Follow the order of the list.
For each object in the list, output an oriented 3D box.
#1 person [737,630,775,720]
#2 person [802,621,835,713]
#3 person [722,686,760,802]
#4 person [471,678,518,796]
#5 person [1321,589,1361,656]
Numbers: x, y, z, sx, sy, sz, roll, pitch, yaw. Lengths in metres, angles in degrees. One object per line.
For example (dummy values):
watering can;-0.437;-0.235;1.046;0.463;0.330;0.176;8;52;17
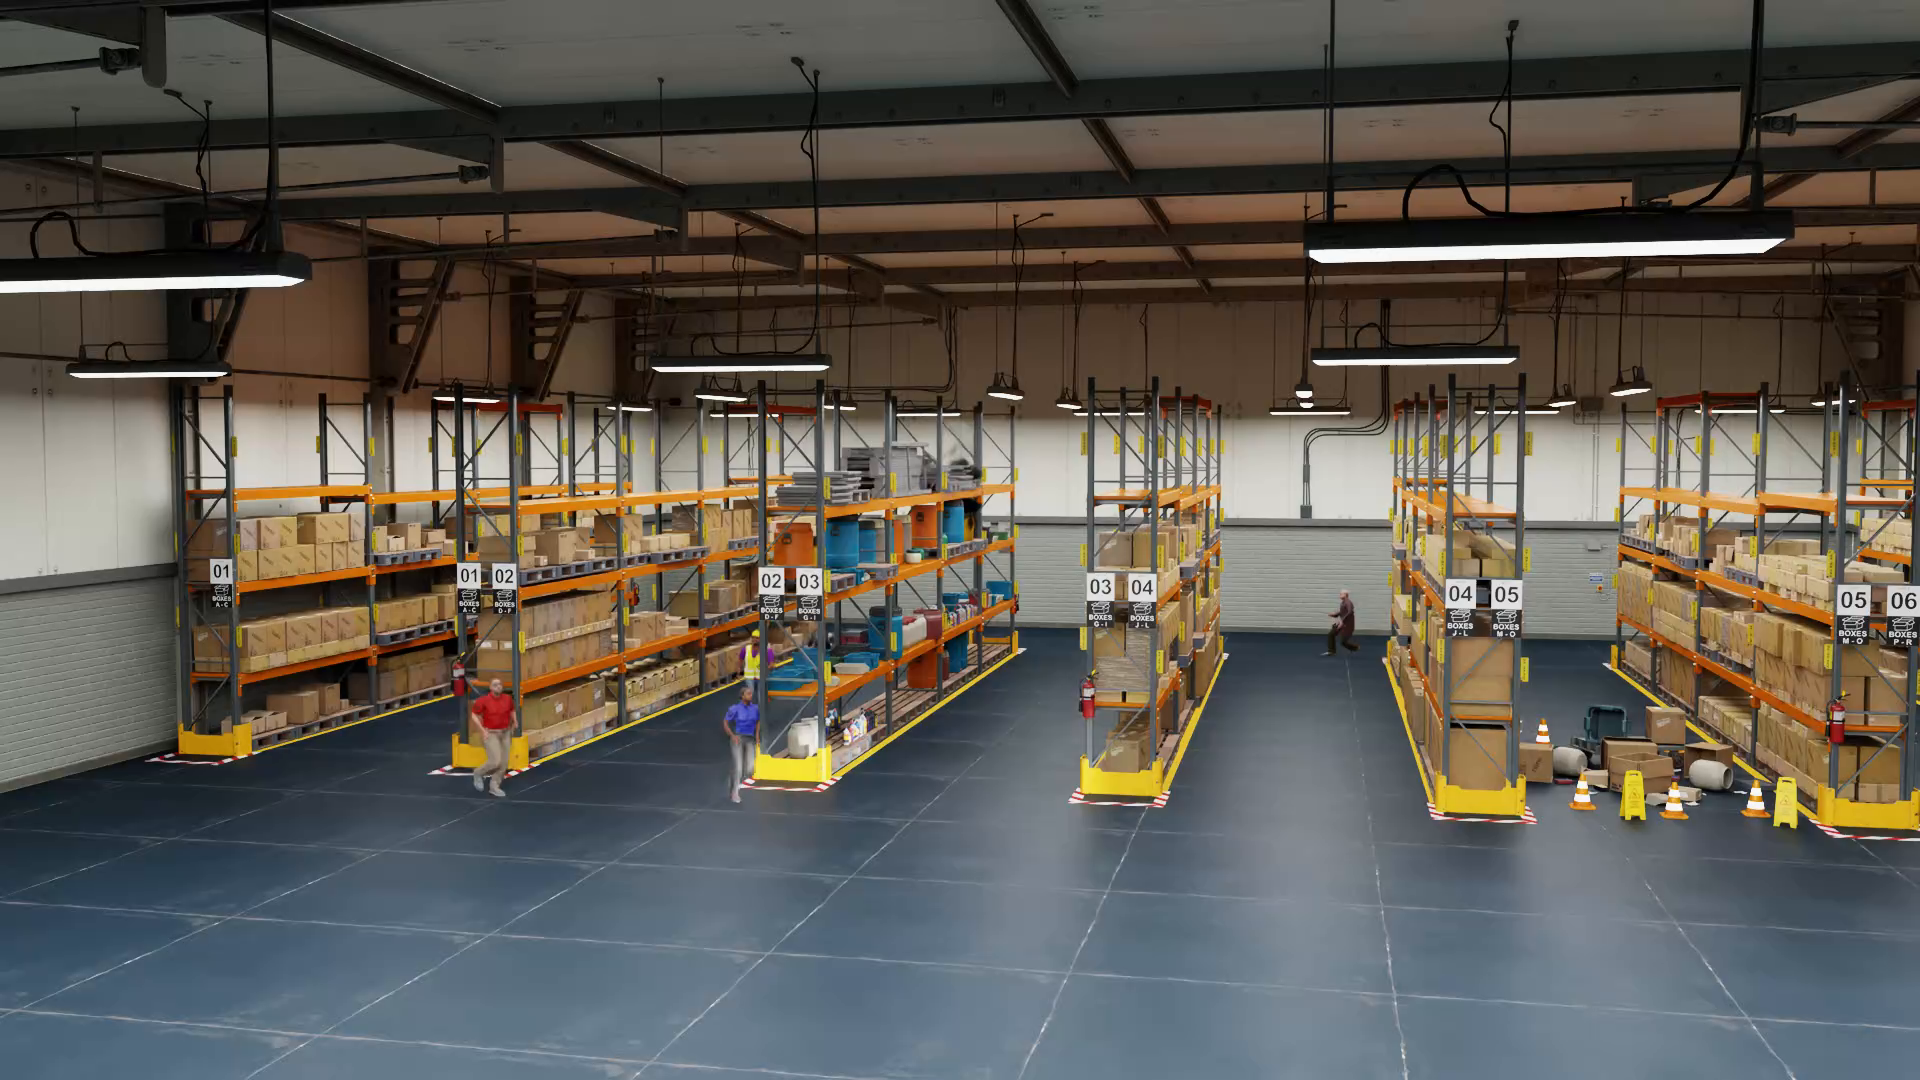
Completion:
person;-3.612;2.480;29.376;0.677;1.786;0.720;0;3;-1
person;-2.658;2.356;31.571;0.660;1.716;0.954;0;3;9
person;-3.099;2.891;23.725;0.625;1.621;0.549;-2;4;-34
person;-6.657;2.825;23.915;0.636;1.698;0.650;3;4;42
person;9.114;2.023;39.451;0.858;1.535;0.795;-1;3;-14
